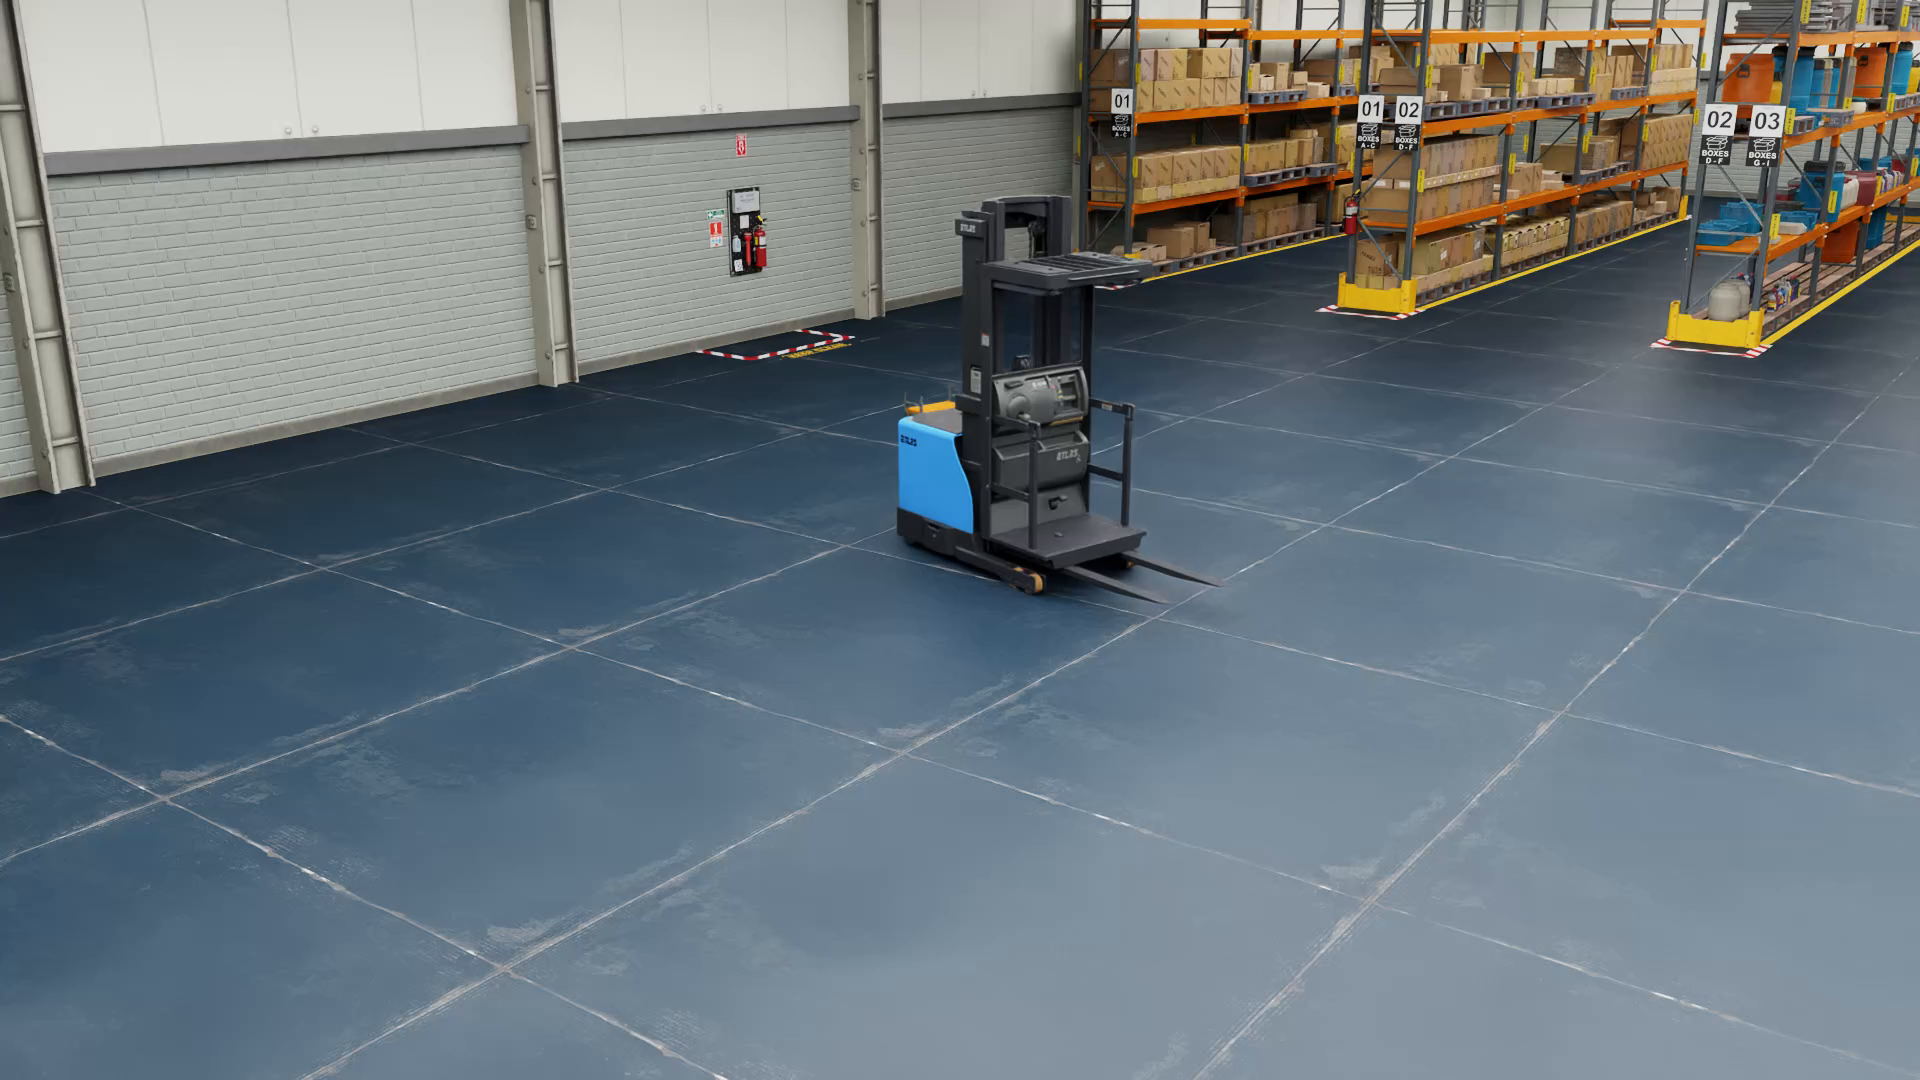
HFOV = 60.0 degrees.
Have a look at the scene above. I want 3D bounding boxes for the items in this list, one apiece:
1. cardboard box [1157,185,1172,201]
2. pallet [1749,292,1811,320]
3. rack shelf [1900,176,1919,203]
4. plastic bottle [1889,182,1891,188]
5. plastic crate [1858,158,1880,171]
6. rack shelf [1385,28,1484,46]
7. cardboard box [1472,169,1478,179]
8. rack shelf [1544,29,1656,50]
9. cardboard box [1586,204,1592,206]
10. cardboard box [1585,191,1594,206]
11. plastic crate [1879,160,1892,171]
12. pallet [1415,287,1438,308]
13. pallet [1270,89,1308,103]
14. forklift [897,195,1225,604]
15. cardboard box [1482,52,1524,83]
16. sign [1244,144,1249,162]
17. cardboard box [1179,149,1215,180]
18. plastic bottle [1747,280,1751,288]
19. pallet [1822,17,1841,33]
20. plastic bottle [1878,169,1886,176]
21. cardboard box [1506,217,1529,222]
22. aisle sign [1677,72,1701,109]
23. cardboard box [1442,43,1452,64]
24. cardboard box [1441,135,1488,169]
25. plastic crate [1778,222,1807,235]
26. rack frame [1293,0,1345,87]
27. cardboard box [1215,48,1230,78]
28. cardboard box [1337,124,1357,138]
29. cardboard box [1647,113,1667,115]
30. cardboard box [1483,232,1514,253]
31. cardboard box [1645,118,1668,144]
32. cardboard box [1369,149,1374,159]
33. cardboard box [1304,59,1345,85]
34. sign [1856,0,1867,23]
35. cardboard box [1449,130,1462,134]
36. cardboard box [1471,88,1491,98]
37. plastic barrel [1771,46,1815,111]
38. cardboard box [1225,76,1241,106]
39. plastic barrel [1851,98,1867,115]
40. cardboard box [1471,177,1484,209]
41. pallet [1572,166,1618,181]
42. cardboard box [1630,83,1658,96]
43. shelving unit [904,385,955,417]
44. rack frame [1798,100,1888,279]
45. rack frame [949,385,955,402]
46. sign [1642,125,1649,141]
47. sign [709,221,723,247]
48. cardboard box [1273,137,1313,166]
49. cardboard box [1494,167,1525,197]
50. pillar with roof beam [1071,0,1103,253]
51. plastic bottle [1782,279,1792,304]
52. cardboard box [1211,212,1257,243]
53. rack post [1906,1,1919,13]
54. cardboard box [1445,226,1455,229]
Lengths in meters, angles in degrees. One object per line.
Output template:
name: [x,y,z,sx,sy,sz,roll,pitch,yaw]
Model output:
cardboard box: [3.329,-6.030,28.822,0.500,0.250,0.500,12,21,33]
pallet: [12.391,-3.623,25.556,1.003,0.211,1.213,12,21,35]
rack shelf: [18.783,-7.146,33.410,1.077,0.370,4.000,12,21,35]
plastic bottle: [16.971,-6.496,30.438,0.097,0.201,0.097,0,17,0]
plastic crate: [17.596,-7.206,32.315,0.392,0.384,0.575,12,21,35]
rack shelf: [10.827,-11.571,38.217,1.077,0.370,4.000,12,21,35]
cardboard box: [8.251,-5.997,27.234,0.380,0.149,0.250,12,21,34]
rack shelf: [12.424,-9.743,32.333,1.077,0.370,4.000,12,21,35]
cardboard box: [12.519,-6.587,33.870,0.500,0.500,0.500,13,21,35]
cardboard box: [12.536,-6.953,33.786,0.500,0.250,0.500,12,21,35]
plastic crate: [18.779,-7.600,33.841,0.416,0.233,0.300,12,21,35]
pallet: [6.888,-3.889,26.411,1.003,0.211,1.213,12,21,35]
pallet: [5.937,-8.577,32.064,1.213,0.211,1.003,12,21,35]
forklift: [0.778,-1.143,12.981,1.130,2.935,3.031,-13,22,-37]
cardboard box: [9.248,-8.043,28.310,0.500,0.500,0.500,13,21,35]
sign: [5.309,-7.178,30.840,0.100,0.325,0.005,12,21,35]
cardboard box: [4.234,-6.749,29.874,0.500,0.500,0.500,12,21,33]
plastic bottle: [12.021,-3.840,25.410,0.097,0.271,0.097,0,17,0]
pallet: [11.629,-7.198,23.243,1.003,0.211,1.213,12,21,35]
plastic bottle: [17.081,-6.694,30.826,0.144,0.351,0.185,12,21,35]
cardboard box: [10.378,-5.892,31.143,0.500,0.311,0.500,12,21,33]
aisle sign: [16.286,-10.046,37.151,0.394,0.787,0.004,12,21,35]
cardboard box: [10.876,-11.093,37.963,0.500,0.500,0.500,13,21,35]
cardboard box: [8.290,-6.424,27.516,0.700,0.500,0.500,12,21,35]
plastic crate: [12.061,-4.550,24.283,0.530,0.136,0.437,12,21,35]
rack frame: [7.252,-10.676,33.449,1.000,3.000,0.127,12,21,35]
cardboard box: [4.468,-8.525,29.693,0.500,0.500,0.500,14,22,38]
cardboard box: [8.049,-8.559,34.780,0.500,0.250,0.500,12,21,34]
cardboard box: [15.523,-9.308,37.305,0.500,0.500,0.500,13,22,36]
cardboard box: [9.295,-5.194,28.893,0.500,0.311,0.500,13,21,35]
cardboard box: [14.736,-8.722,35.419,0.500,0.500,0.500,12,21,33]
cardboard box: [8.667,-8.447,35.684,0.500,0.500,0.500,13,22,36]
cardboard box: [7.489,-9.625,34.212,0.700,0.500,0.500,11,20,30]
sign: [13.260,-7.773,24.453,0.100,0.325,0.005,12,21,35]
cardboard box: [11.298,-9.561,39.469,0.980,0.700,0.700,12,21,34]
cardboard box: [8.350,-7.228,26.884,0.380,0.149,0.250,12,21,35]
plastic barrel: [12.146,-6.762,24.350,0.600,0.901,0.708,12,21,35]
cardboard box: [4.765,-8.184,30.279,0.500,0.500,0.500,13,22,36]
plastic barrel: [14.638,-7.083,27.169,0.301,0.262,0.301,0,17,0]
cardboard box: [8.281,-5.798,27.688,0.700,0.500,0.500,12,21,34]
pallet: [12.387,-7.309,33.046,1.003,0.211,1.213,12,21,35]
cardboard box: [14.104,-9.322,34.400,0.500,0.250,0.500,12,21,35]
shelving unit: [-0.206,-0.716,14.522,0.503,1.200,0.258,-13,21,-37]
rack frame: [15.208,-6.060,28.702,1.000,3.000,0.127,12,21,35]
rack frame: [-0.016,-0.761,14.668,0.015,1.200,0.240,-13,21,-37]
sign: [14.063,-8.345,34.106,0.100,0.325,0.005,12,21,35]
sign: [-3.283,-4.118,22.386,0.001,0.329,0.234,12,21,35]
cardboard box: [6.668,-7.817,33.449,0.700,0.500,0.500,10,20,30]
cardboard box: [9.634,-6.337,29.424,0.500,0.500,0.500,14,22,39]
pillar with roof beam: [5.665,-8.330,25.893,9.100,9.000,0.400,12,21,35]
plastic bottle: [12.366,-3.726,24.908,0.144,0.351,0.185,12,21,34]
cardboard box: [5.294,-6.053,32.151,0.700,0.500,0.500,13,22,37]
rack post: [17.064,-9.647,30.263,0.937,0.300,0.954,12,21,34]
cardboard box: [8.030,-5.054,28.124,0.500,0.500,0.500,12,21,35]
